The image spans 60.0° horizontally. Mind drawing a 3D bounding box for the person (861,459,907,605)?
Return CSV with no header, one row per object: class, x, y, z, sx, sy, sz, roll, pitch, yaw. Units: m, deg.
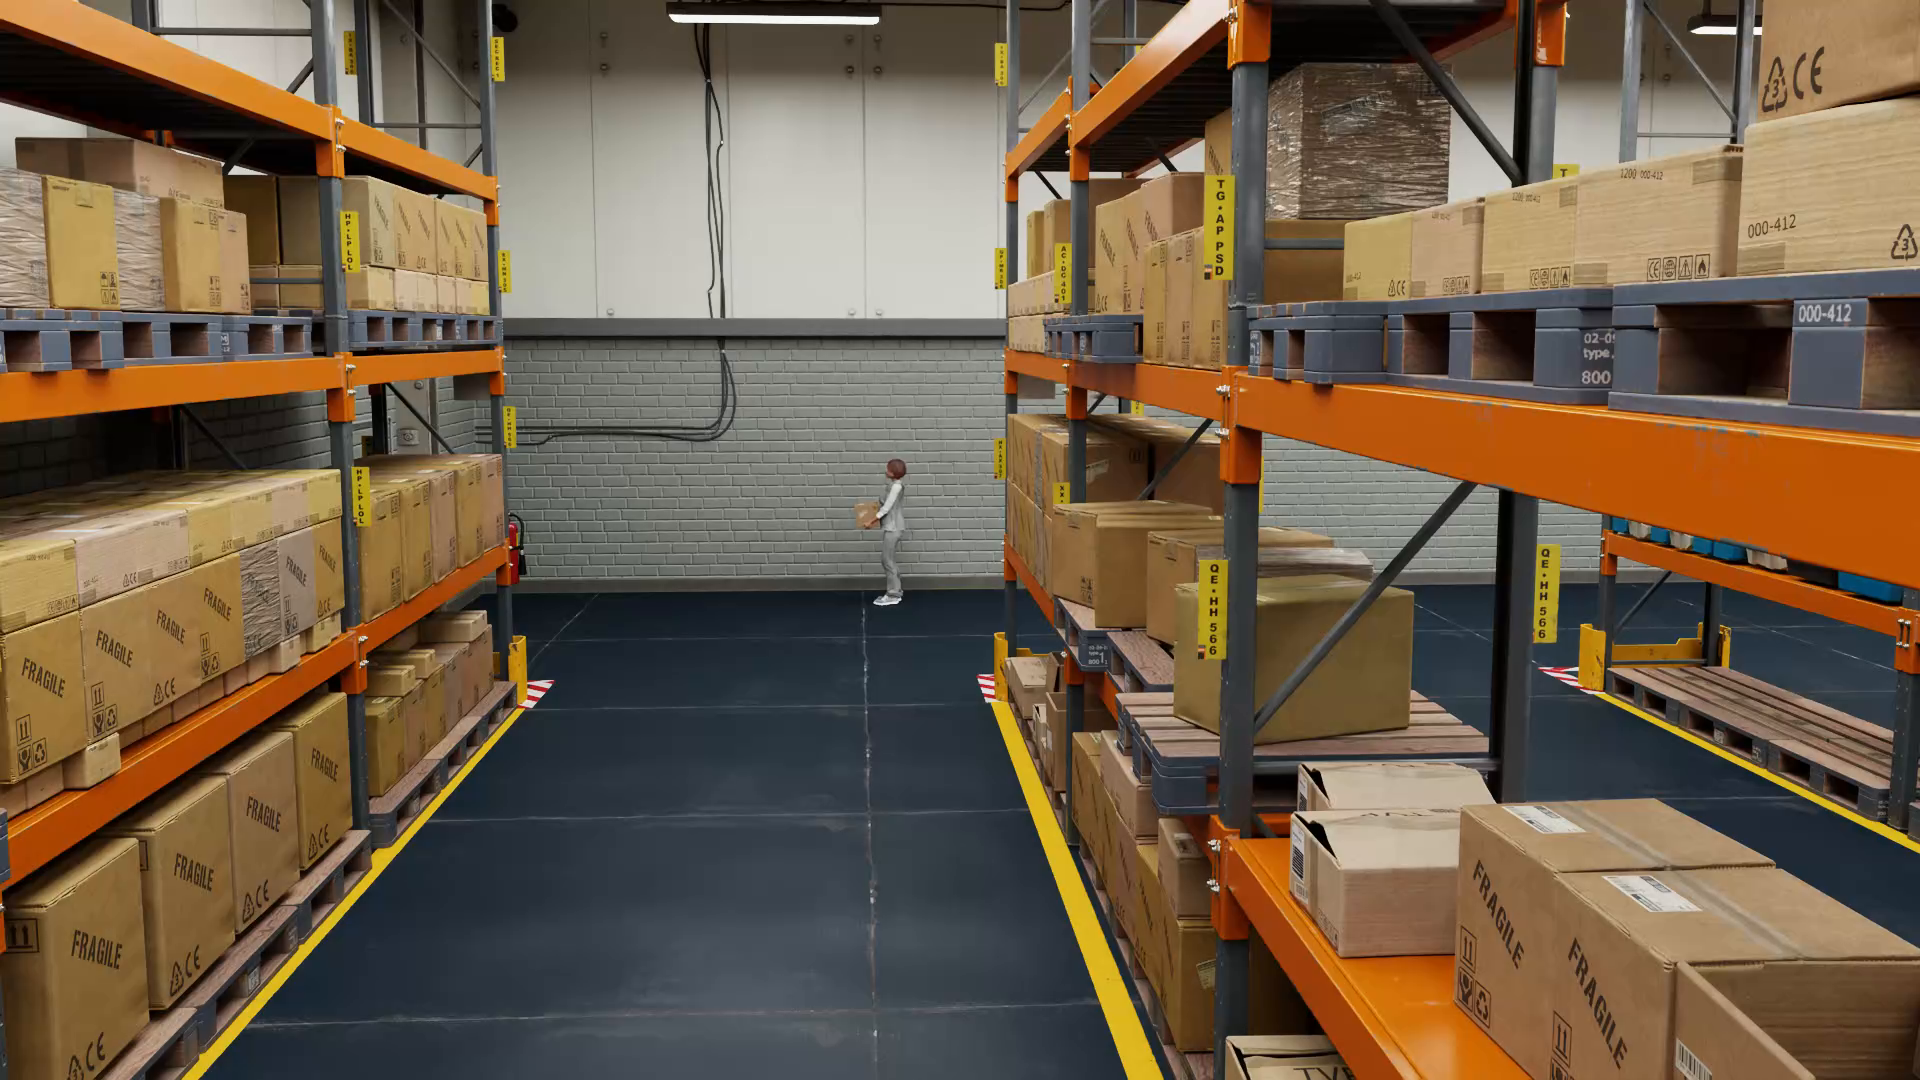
person,-0.826,-0.093,18.073,0.498,1.589,0.405,0,7,-3
